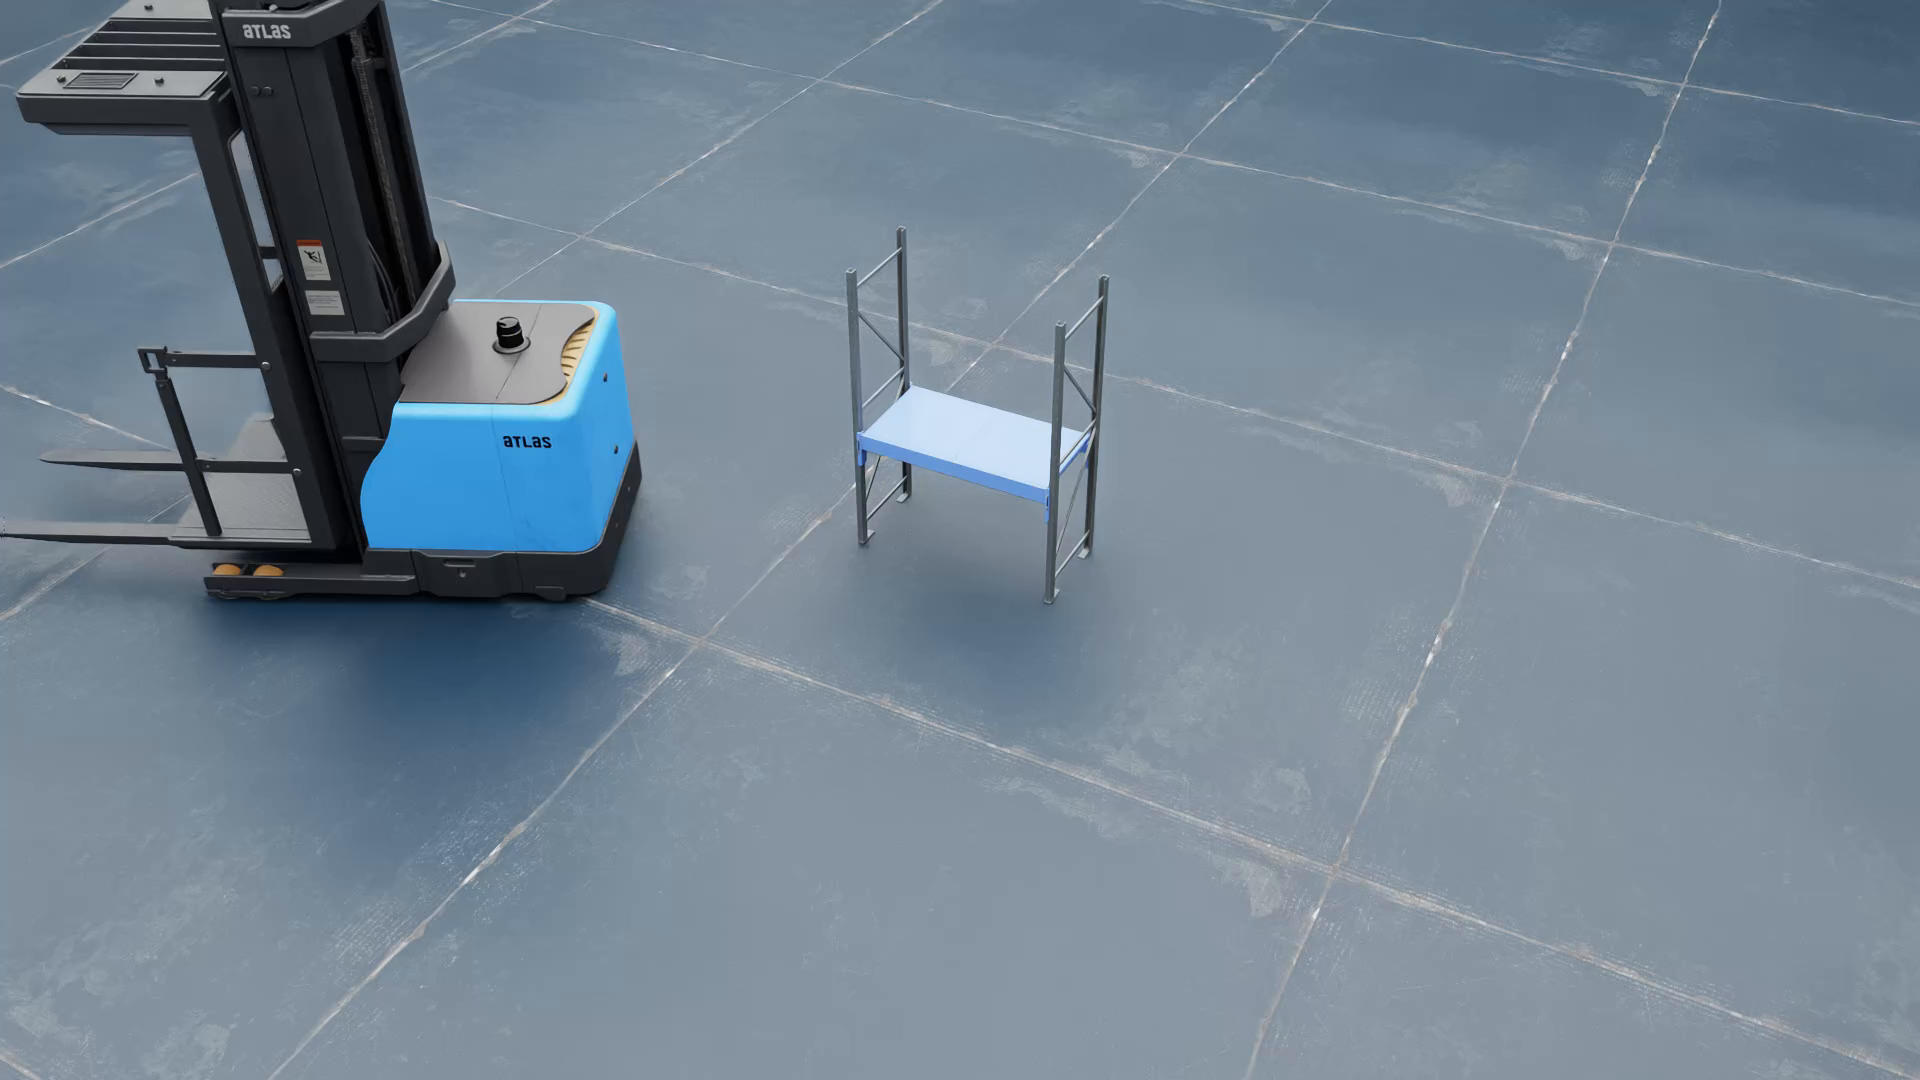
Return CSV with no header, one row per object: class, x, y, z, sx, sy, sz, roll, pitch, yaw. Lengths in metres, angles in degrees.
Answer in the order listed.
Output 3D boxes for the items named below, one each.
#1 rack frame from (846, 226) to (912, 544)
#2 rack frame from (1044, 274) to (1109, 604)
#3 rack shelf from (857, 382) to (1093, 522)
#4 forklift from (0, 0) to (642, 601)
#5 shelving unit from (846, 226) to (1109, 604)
rack frame,-0.376,-0.715,7.952,0.032,1.500,0.500,17,41,21
rack frame,0.527,-0.432,7.579,0.032,1.500,0.500,17,41,21
rack shelf,0.076,-0.430,7.874,1.000,0.185,0.538,17,41,21
forklift,-3.163,-1.201,7.408,3.031,2.935,1.130,1,37,2
shelving unit,0.076,-0.574,7.765,1.048,1.500,0.538,17,41,21
